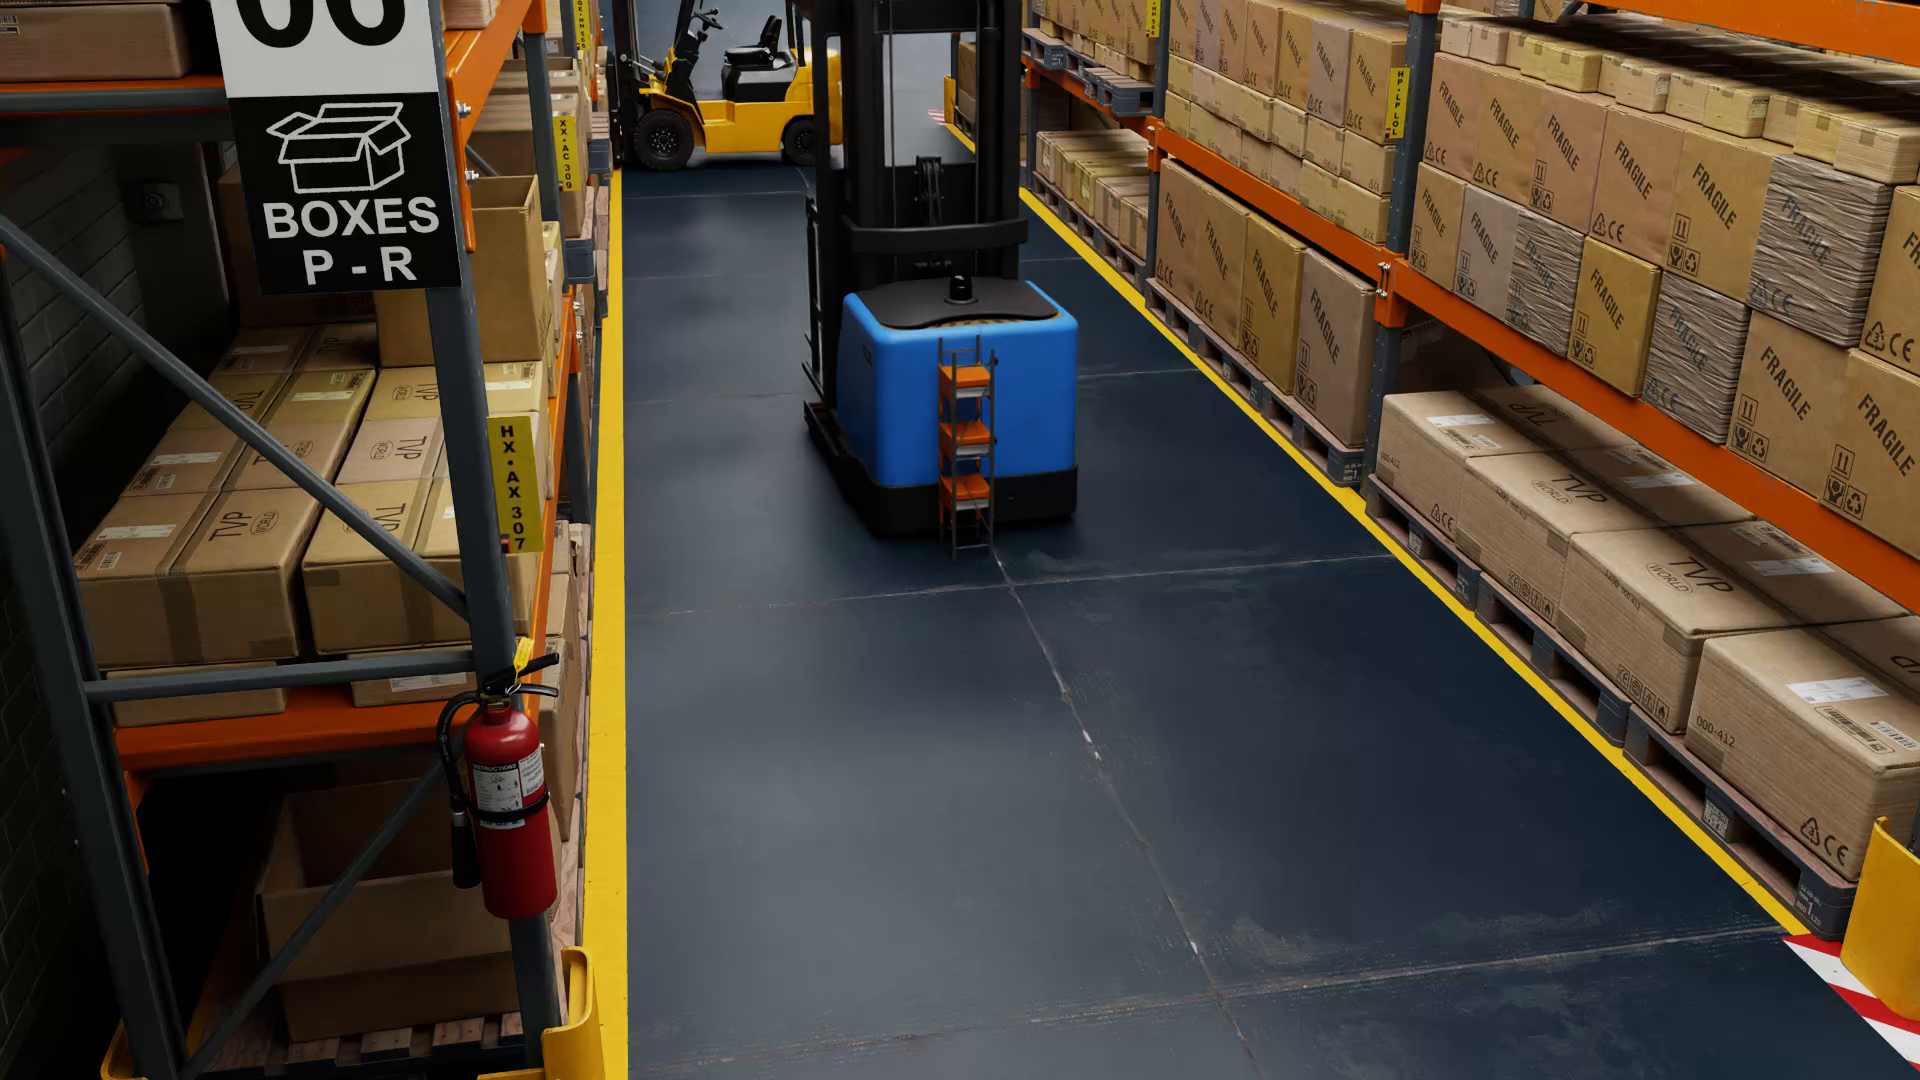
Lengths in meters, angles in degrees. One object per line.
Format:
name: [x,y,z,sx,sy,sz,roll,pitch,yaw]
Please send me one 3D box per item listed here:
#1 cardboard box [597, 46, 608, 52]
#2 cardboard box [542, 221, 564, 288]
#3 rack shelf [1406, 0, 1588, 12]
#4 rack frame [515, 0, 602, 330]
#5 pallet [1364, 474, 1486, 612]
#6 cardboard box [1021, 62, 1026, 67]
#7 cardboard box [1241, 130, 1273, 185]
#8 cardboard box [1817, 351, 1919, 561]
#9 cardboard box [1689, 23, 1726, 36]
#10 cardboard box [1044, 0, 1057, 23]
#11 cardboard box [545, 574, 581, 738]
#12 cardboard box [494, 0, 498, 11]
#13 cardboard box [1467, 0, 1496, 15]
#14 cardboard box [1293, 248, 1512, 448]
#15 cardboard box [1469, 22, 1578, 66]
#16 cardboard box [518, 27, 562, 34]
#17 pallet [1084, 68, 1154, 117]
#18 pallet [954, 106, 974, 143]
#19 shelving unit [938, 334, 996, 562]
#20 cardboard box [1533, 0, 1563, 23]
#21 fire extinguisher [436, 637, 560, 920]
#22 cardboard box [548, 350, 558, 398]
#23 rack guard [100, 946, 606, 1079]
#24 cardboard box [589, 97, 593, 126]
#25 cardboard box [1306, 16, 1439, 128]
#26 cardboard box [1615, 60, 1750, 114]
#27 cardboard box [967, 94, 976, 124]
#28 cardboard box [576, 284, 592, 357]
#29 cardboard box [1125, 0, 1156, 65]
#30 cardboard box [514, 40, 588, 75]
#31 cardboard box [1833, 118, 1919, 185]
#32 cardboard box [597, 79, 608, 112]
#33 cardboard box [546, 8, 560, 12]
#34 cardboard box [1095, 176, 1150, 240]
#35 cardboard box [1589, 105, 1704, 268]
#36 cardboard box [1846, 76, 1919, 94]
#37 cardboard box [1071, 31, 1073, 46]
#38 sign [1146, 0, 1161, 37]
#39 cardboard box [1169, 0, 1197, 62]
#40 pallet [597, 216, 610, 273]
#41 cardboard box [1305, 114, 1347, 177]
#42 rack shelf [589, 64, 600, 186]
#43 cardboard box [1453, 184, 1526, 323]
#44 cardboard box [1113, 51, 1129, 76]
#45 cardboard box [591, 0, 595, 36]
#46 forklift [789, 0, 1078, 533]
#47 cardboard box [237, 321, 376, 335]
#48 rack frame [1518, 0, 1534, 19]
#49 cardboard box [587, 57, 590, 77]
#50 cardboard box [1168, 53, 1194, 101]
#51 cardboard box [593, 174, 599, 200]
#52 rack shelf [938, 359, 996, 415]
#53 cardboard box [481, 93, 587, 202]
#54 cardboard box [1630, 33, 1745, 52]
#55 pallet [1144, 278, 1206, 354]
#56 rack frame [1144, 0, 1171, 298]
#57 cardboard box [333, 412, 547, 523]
cardboard box: [-4.091,-5.210,18.093,0.500,0.250,0.500,-4,24,-8]
cardboard box: [-1.930,-1.143,6.934,0.500,0.250,0.500,-4,24,-8]
rack shelf: [2.244,-3.458,9.570,1.077,0.370,4.000,-4,24,-10]
rack frame: [-3.003,-2.831,10.984,1.000,3.000,0.127,-4,24,-10]
pallet: [2.678,-0.043,8.086,1.003,0.211,1.213,-4,24,-10]
cardboard box: [0.570,-4.662,17.151,0.500,0.500,0.500,-3,24,-7]
cardboard box: [2.016,-2.318,9.998,0.500,0.250,0.500,-4,24,-10]
cardboard box: [3.004,-0.269,4.993,0.500,0.500,0.500,-4,24,-9]
cardboard box: [6.282,-4.005,13.547,0.500,0.500,0.500,-4,24,-10]
cardboard box: [1.033,-4.745,14.345,0.500,0.500,0.500,-4,24,-10]
cardboard box: [-1.663,0.467,6.031,0.500,0.500,0.500,-4,24,-9]
cardboard box: [-1.460,-1.498,4.497,0.380,0.149,0.250,-4,24,-10]
cardboard box: [5.777,-5.607,17.152,0.875,0.550,0.550,-4,24,-10]
cardboard box: [2.421,-1.083,9.112,0.875,0.875,0.875,-4,24,-8]
cardboard box: [2.480,-2.184,7.319,0.380,0.149,0.250,-4,24,-9]
cardboard box: [-2.823,-3.426,11.411,0.380,0.149,0.250,-4,24,-9]
pallet: [1.638,-3.384,12.490,1.213,0.211,1.003,-4,24,-10]
pallet: [0.525,-4.716,18.785,1.003,0.211,1.213,-4,24,-10]
shelving unit: [0.030,-0.432,7.926,0.215,1.050,0.252,-6,24,-14]
cardboard box: [5.813,-4.998,15.821,0.500,0.500,0.500,-4,24,-9]
fire extinguisher: [-1.042,0.546,3.815,0.296,0.674,0.183,-4,24,-10]
cardboard box: [-1.718,-0.631,6.260,0.380,0.149,0.250,-5,24,-11]
rack guard: [-1.538,1.432,4.347,1.175,0.500,0.348,-4,24,-10]
cardboard box: [-2.505,-2.678,10.423,0.380,0.149,0.250,-4,24,-9]
cardboard box: [2.182,-2.490,8.830,0.500,0.500,0.500,-4,24,-9]
cardboard box: [2.680,-1.684,6.173,0.380,0.149,0.250,-4,24,-10]
cardboard box: [0.359,-4.740,18.265,0.500,0.250,0.500,-3,24,-8]
cardboard box: [-2.532,-1.324,10.132,0.500,0.500,0.500,-3,24,-7]
cardboard box: [1.517,-3.732,12.027,0.500,0.500,0.500,-5,24,-11]
cardboard box: [-3.015,-3.588,12.280,0.500,0.250,0.500,-5,24,-11]
cardboard box: [2.889,-1.174,5.005,0.380,0.149,0.250,-5,24,-10]
cardboard box: [-3.608,-4.210,15.803,0.500,0.250,0.500,-4,24,-10]
cardboard box: [-3.165,-3.923,12.549,0.380,0.149,0.250,-4,24,-10]
cardboard box: [1.635,-2.700,13.444,0.950,0.372,0.625,-5,24,-11]
cardboard box: [2.726,-1.325,6.162,0.500,0.500,0.500,-4,24,-10]
cardboard box: [3.335,-1.526,5.811,0.380,0.149,0.250,-4,24,-9]
cardboard box: [1.142,-4.203,13.915,0.380,0.149,0.250,-4,24,-9]
sign: [1.343,-3.650,11.512,0.100,0.325,0.005,-4,24,-10]
cardboard box: [1.725,-3.491,11.122,0.500,0.500,0.500,-5,24,-12]
pallet: [-3.339,-2.358,13.386,1.003,0.211,1.213,-4,24,-10]
cardboard box: [2.194,-2.138,8.960,0.500,0.250,0.500,-4,24,-8]
rack shelf: [-3.373,-3.288,12.929,1.077,0.370,4.000,-4,24,-10]
cardboard box: [2.532,-1.270,7.285,0.500,0.500,0.500,-4,24,-9]
cardboard box: [1.371,-3.584,12.498,0.380,0.149,0.250,-5,24,-10]
cardboard box: [-3.776,-5.046,15.932,0.500,0.500,0.500,-5,24,-10]
forklift: [-0.284,-1.941,9.033,1.130,2.935,3.031,-6,24,-14]
cardboard box: [-2.244,-0.710,5.944,0.500,0.250,0.500,-4,24,-9]
rack frame: [5.981,-5.179,16.360,1.000,3.000,0.127,-4,24,-10]
cardboard box: [-3.232,-3.762,13.302,0.500,0.250,0.500,-4,24,-9]
cardboard box: [1.725,-3.142,11.260,0.500,0.250,0.500,-4,24,-10]
cardboard box: [-3.635,-3.304,14.509,0.875,0.625,0.625,-3,24,-7]
rack shelf: [0.030,-0.682,7.817,0.215,0.259,0.240,-6,24,-14]
cardboard box: [-2.229,-1.906,8.217,0.700,0.500,0.500,-4,24,-9]
cardboard box: [3.027,-2.021,6.945,0.380,0.149,0.250,-5,24,-10]
pallet: [1.946,-1.606,11.663,1.003,0.211,1.213,-4,24,-10]
rack frame: [1.874,-3.200,11.828,1.000,3.000,0.127,-4,24,-10]
cardboard box: [-1.436,-0.148,4.657,0.500,0.250,0.500,-4,24,-9]
